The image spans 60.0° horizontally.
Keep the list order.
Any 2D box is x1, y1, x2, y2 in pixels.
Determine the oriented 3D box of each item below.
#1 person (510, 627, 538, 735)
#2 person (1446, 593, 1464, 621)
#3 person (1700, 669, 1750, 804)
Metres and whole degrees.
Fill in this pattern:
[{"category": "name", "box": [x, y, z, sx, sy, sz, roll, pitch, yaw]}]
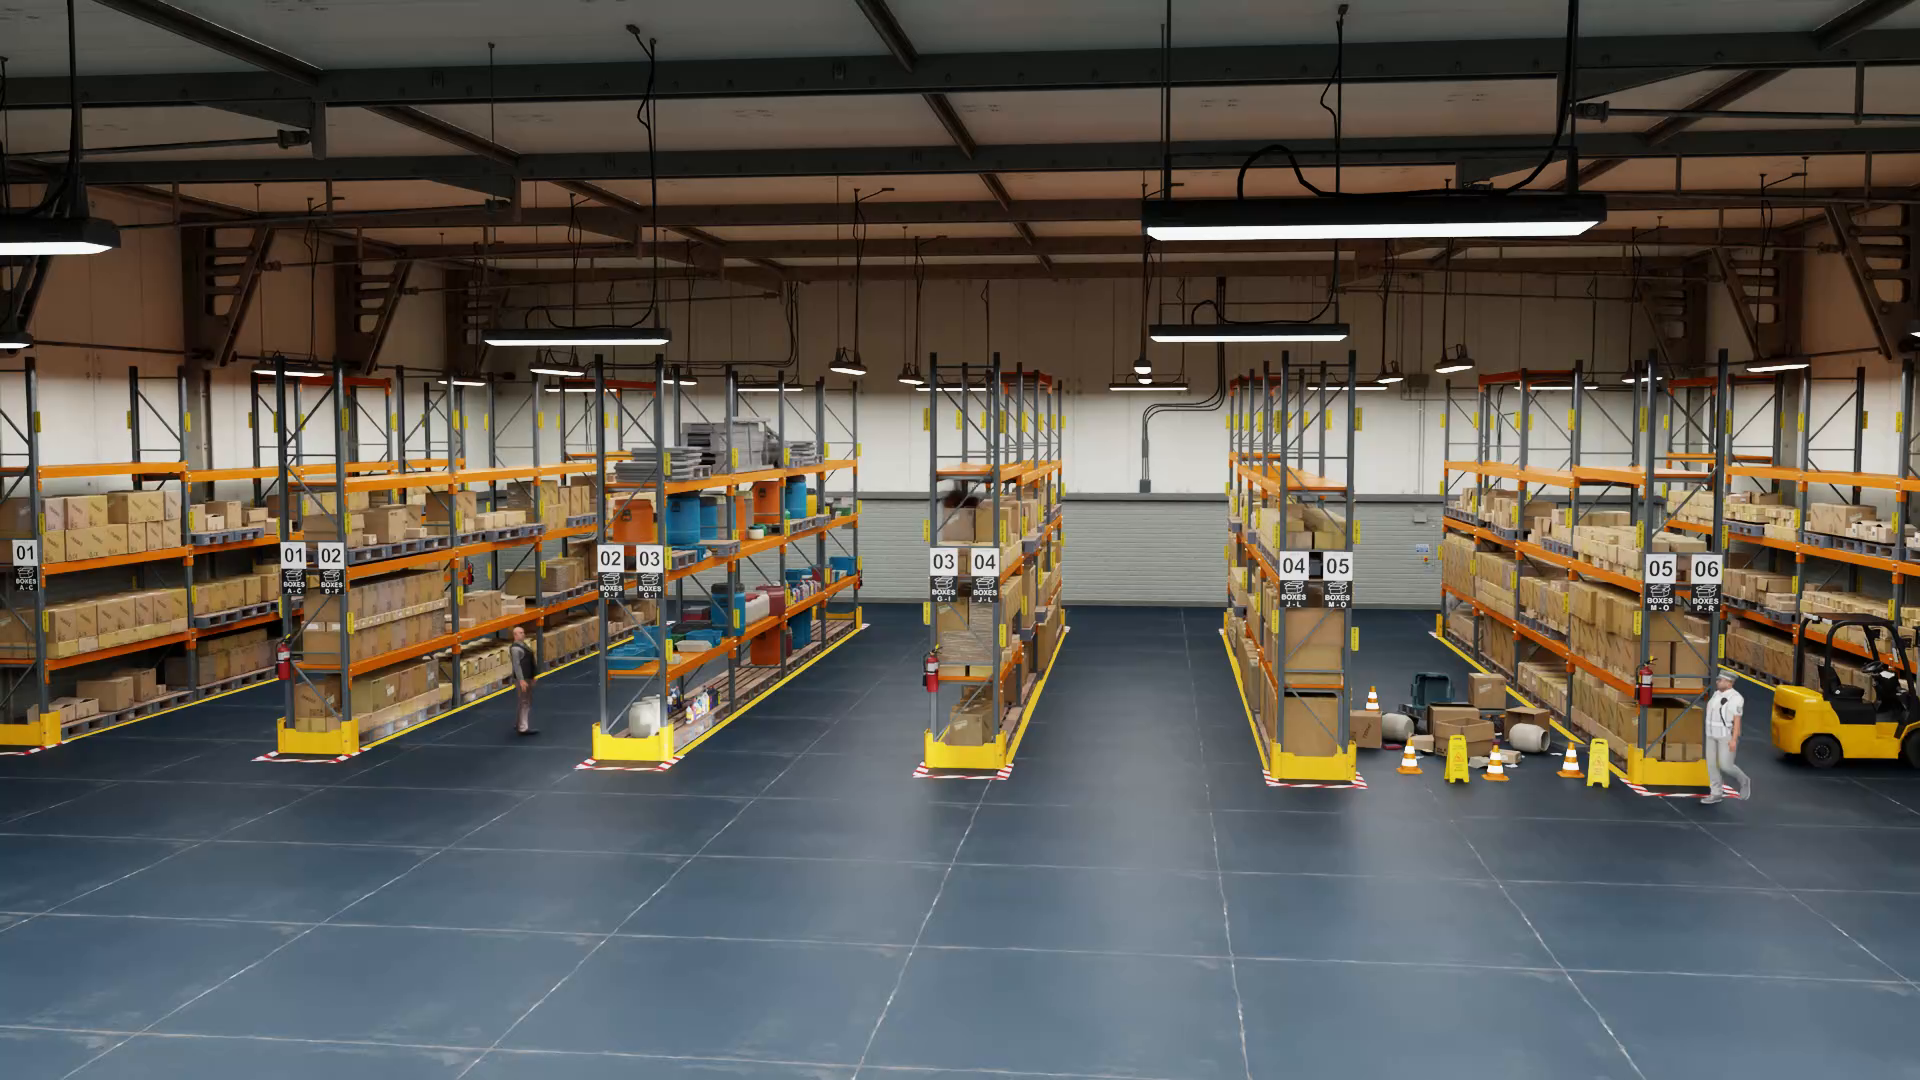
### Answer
[{"category": "person", "box": [-6.996, 2.263, 26.666, 0.419, 1.741, 0.562, -1, 4, -15]}, {"category": "person", "box": [12.156, 1.295, 40.632, 0.814, 1.642, 0.514, 1, 4, 10]}, {"category": "person", "box": [9.998, 2.566, 21.753, 0.562, 1.772, 0.528, -2, 4, -24]}]
